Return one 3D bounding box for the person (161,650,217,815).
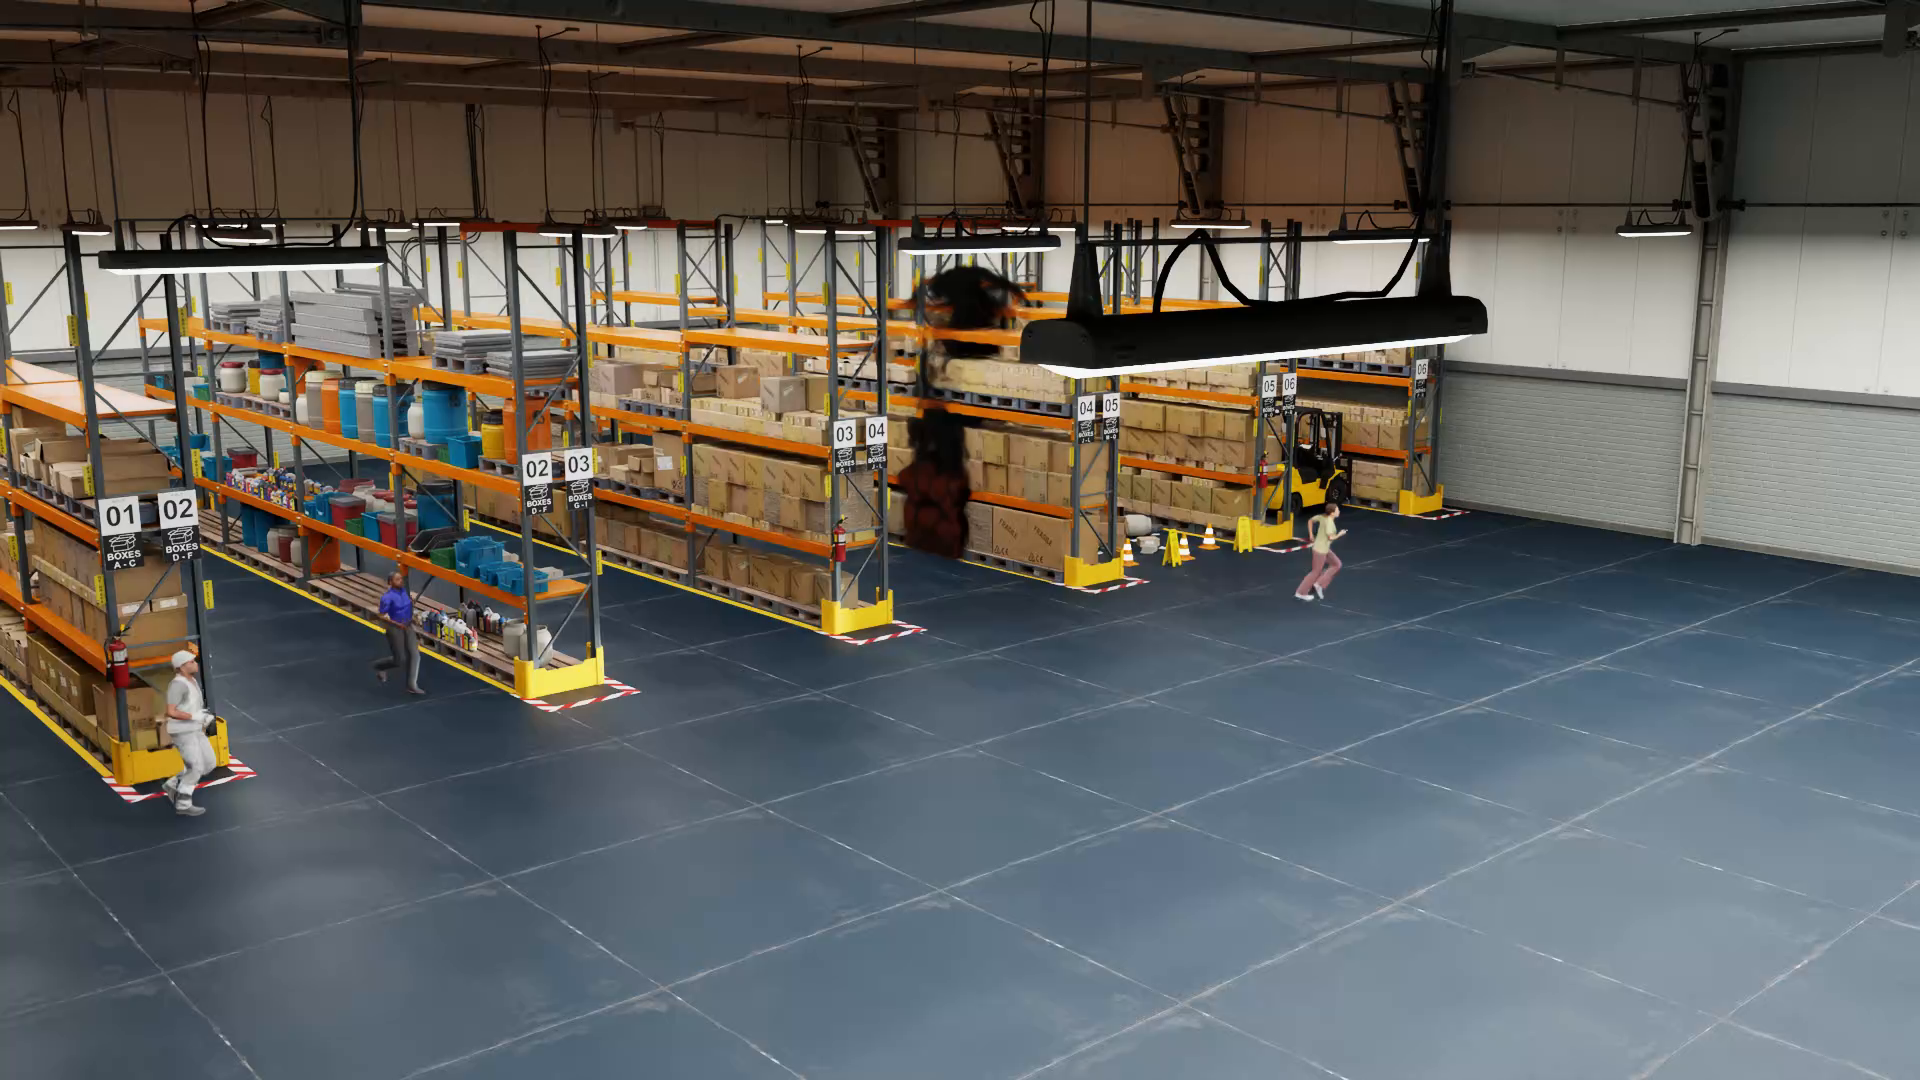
[{"bbox_3d":[-8.129,2.012,17.550,0.629,1.727,0.681,-1,11,-6],"label":"person"}]

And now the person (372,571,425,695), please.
[{"bbox_3d":[-7.378,1.211,21.826,0.782,1.628,0.578,5,13,24],"label":"person"}]

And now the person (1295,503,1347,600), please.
[{"bbox_3d":[5.812,0.188,26.739,0.783,1.605,0.553,2,12,9],"label":"person"}]
